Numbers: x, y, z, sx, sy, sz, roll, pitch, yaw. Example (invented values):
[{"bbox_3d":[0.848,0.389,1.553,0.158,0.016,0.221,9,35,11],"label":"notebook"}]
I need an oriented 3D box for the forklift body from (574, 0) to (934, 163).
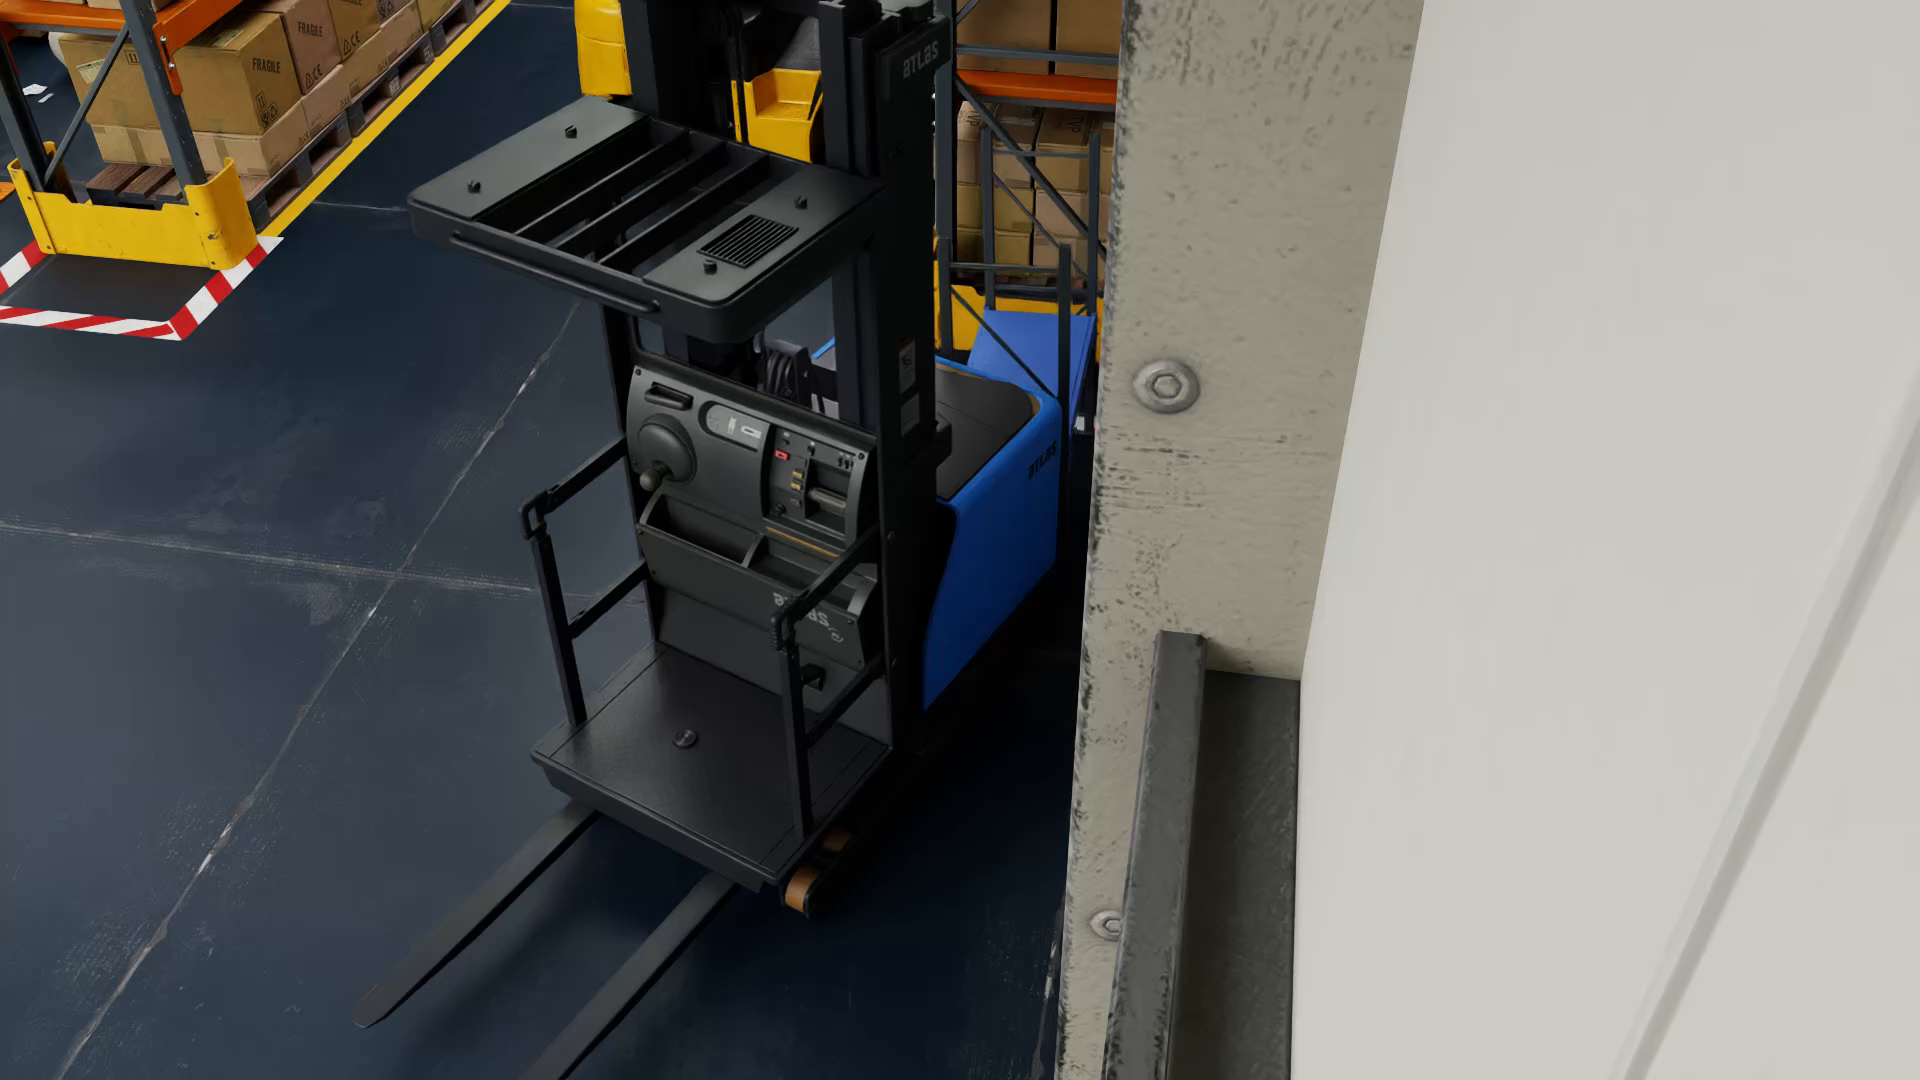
[{"bbox_3d":[-1.085,-3.258,9.502,2.313,2.155,1.214,6,40,8],"label":"forklift body"}]

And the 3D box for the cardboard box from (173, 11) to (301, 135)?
[{"bbox_3d":[-4.091,-2.621,9.305,0.500,0.500,0.500,5,40,6],"label":"cardboard box"}]

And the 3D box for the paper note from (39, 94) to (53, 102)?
[{"bbox_3d":[-5.867,-2.839,10.676,0.032,0.001,0.123,6,40,8],"label":"paper note"}]

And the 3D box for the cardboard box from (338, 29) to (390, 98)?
[{"bbox_3d":[-3.916,-2.980,10.329,0.500,0.250,0.500,9,40,11],"label":"cardboard box"}]

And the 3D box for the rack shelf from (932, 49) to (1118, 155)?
[{"bbox_3d":[0.729,-3.172,9.297,1.077,0.370,4.000,6,40,8],"label":"rack shelf"}]

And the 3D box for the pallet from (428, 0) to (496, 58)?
[{"bbox_3d":[-3.895,-3.749,11.619,1.003,0.211,1.213,6,40,8],"label":"pallet"}]

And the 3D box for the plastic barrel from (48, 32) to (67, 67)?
[{"bbox_3d":[-5.640,-3.209,10.799,0.421,0.421,0.512,-28,47,-30],"label":"plastic barrel"}]

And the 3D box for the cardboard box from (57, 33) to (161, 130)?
[{"bbox_3d":[-4.624,-2.661,9.355,0.500,0.500,0.500,7,40,8],"label":"cardboard box"}]

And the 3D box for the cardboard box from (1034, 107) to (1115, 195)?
[{"bbox_3d":[0.653,-1.962,8.313,0.500,0.250,0.500,6,40,7],"label":"cardboard box"}]

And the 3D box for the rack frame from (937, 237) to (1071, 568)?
[{"bbox_3d":[0.185,-0.507,6.621,0.500,1.500,0.032,5,38,9],"label":"rack frame"}]

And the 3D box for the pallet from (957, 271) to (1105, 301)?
[{"bbox_3d":[0.474,-1.604,9.024,1.003,0.211,1.213,6,40,8],"label":"pallet"}]

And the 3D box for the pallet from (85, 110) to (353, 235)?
[{"bbox_3d":[-4.318,-2.218,9.767,1.003,0.211,1.213,6,40,8],"label":"pallet"}]

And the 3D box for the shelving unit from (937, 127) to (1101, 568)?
[{"bbox_3d":[0.272,-0.812,7.018,0.538,1.500,1.048,5,38,9],"label":"shelving unit"}]

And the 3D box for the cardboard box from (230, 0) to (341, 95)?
[{"bbox_3d":[-4.004,-2.949,9.703,0.500,0.500,0.500,5,40,6],"label":"cardboard box"}]

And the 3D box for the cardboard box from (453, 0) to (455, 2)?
[{"bbox_3d":[-3.651,-3.951,11.502,0.500,0.250,0.500,8,40,10],"label":"cardboard box"}]

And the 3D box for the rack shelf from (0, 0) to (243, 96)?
[{"bbox_3d":[-4.160,-3.717,9.956,1.077,0.370,4.000,6,40,8],"label":"rack shelf"}]

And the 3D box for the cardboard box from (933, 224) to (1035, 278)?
[{"bbox_3d":[0.154,-1.626,8.690,0.500,0.250,0.500,7,40,8],"label":"cardboard box"}]

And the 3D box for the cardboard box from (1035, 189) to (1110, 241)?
[{"bbox_3d":[0.669,-1.761,8.462,0.500,0.250,0.500,7,40,8],"label":"cardboard box"}]

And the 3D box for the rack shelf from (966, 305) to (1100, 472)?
[{"bbox_3d":[0.278,-0.668,7.127,0.538,0.185,1.000,5,38,9],"label":"rack shelf"}]

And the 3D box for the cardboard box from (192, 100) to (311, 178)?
[{"bbox_3d":[-4.094,-2.317,9.526,0.500,0.250,0.500,6,40,7],"label":"cardboard box"}]

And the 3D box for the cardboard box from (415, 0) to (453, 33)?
[{"bbox_3d":[-3.734,-3.615,11.097,0.500,0.250,0.500,5,40,6],"label":"cardboard box"}]

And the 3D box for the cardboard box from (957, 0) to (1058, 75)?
[{"bbox_3d":[0.210,-2.570,7.926,0.500,0.500,0.500,6,40,7],"label":"cardboard box"}]

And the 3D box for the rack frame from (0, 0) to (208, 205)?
[{"bbox_3d":[-4.506,-2.739,8.208,1.000,3.000,0.127,6,40,8],"label":"rack frame"}]

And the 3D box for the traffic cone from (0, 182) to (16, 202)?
[{"bbox_3d":[-5.702,-2.173,9.515,0.336,0.463,0.334,6,40,8],"label":"traffic cone"}]

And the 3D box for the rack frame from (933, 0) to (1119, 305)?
[{"bbox_3d":[0.383,-2.194,7.549,1.000,3.000,0.127,6,40,8],"label":"rack frame"}]

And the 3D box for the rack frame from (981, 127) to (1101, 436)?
[{"bbox_3d":[0.360,-1.116,7.416,0.500,1.500,0.032,5,38,9],"label":"rack frame"}]

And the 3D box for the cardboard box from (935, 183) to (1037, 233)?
[{"bbox_3d":[0.160,-1.828,8.543,0.500,0.250,0.500,6,40,7],"label":"cardboard box"}]

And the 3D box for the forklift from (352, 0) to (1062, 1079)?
[{"bbox_3d":[-0.799,-0.193,5.183,1.130,2.935,3.031,21,44,24],"label":"forklift"}]

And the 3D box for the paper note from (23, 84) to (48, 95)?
[{"bbox_3d":[-6.008,-2.919,10.766,0.148,0.019,0.142,20,44,23],"label":"paper note"}]

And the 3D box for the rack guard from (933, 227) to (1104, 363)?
[{"bbox_3d":[0.379,-1.215,8.328,1.175,0.500,0.348,6,40,8],"label":"rack guard"}]

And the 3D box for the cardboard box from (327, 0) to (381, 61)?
[{"bbox_3d":[-3.910,-3.263,10.083,0.500,0.500,0.500,7,40,9],"label":"cardboard box"}]

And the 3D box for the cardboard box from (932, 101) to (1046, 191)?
[{"bbox_3d":[0.156,-2.005,8.364,0.500,0.250,0.500,8,40,9],"label":"cardboard box"}]

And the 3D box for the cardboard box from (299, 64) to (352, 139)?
[{"bbox_3d":[-3.998,-2.636,9.913,0.500,0.250,0.500,8,40,9],"label":"cardboard box"}]

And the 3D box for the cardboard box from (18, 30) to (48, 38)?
[{"bbox_3d":[-6.542,-3.798,11.343,0.797,0.637,0.503,6,40,8],"label":"cardboard box"}]

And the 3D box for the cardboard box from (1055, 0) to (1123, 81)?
[{"bbox_3d":[0.743,-2.513,7.856,0.500,0.500,0.500,8,40,9],"label":"cardboard box"}]

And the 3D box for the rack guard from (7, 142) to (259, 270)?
[{"bbox_3d":[-4.493,-1.823,9.063,1.175,0.500,0.348,6,40,8],"label":"rack guard"}]

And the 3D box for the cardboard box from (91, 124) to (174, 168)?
[{"bbox_3d":[-4.627,-2.393,9.618,0.500,0.250,0.500,6,40,7],"label":"cardboard box"}]

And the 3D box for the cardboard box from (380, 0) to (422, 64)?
[{"bbox_3d":[-3.826,-3.297,10.712,0.500,0.250,0.500,7,40,8],"label":"cardboard box"}]

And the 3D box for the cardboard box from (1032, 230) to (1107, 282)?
[{"bbox_3d":[0.661,-1.583,8.638,0.500,0.250,0.500,7,40,8],"label":"cardboard box"}]

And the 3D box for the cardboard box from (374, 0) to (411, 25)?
[{"bbox_3d":[-3.825,-3.600,10.489,0.500,0.500,0.500,8,40,10],"label":"cardboard box"}]

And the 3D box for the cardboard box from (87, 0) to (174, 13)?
[{"bbox_3d":[-4.243,-2.832,8.519,0.380,0.149,0.250,7,40,8],"label":"cardboard box"}]

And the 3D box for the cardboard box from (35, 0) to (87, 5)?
[{"bbox_3d":[-4.652,-2.900,8.601,0.380,0.149,0.250,8,40,9],"label":"cardboard box"}]

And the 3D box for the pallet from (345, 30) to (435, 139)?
[{"bbox_3d":[-4.104,-2.981,10.690,1.003,0.211,1.213,6,40,8],"label":"pallet"}]
